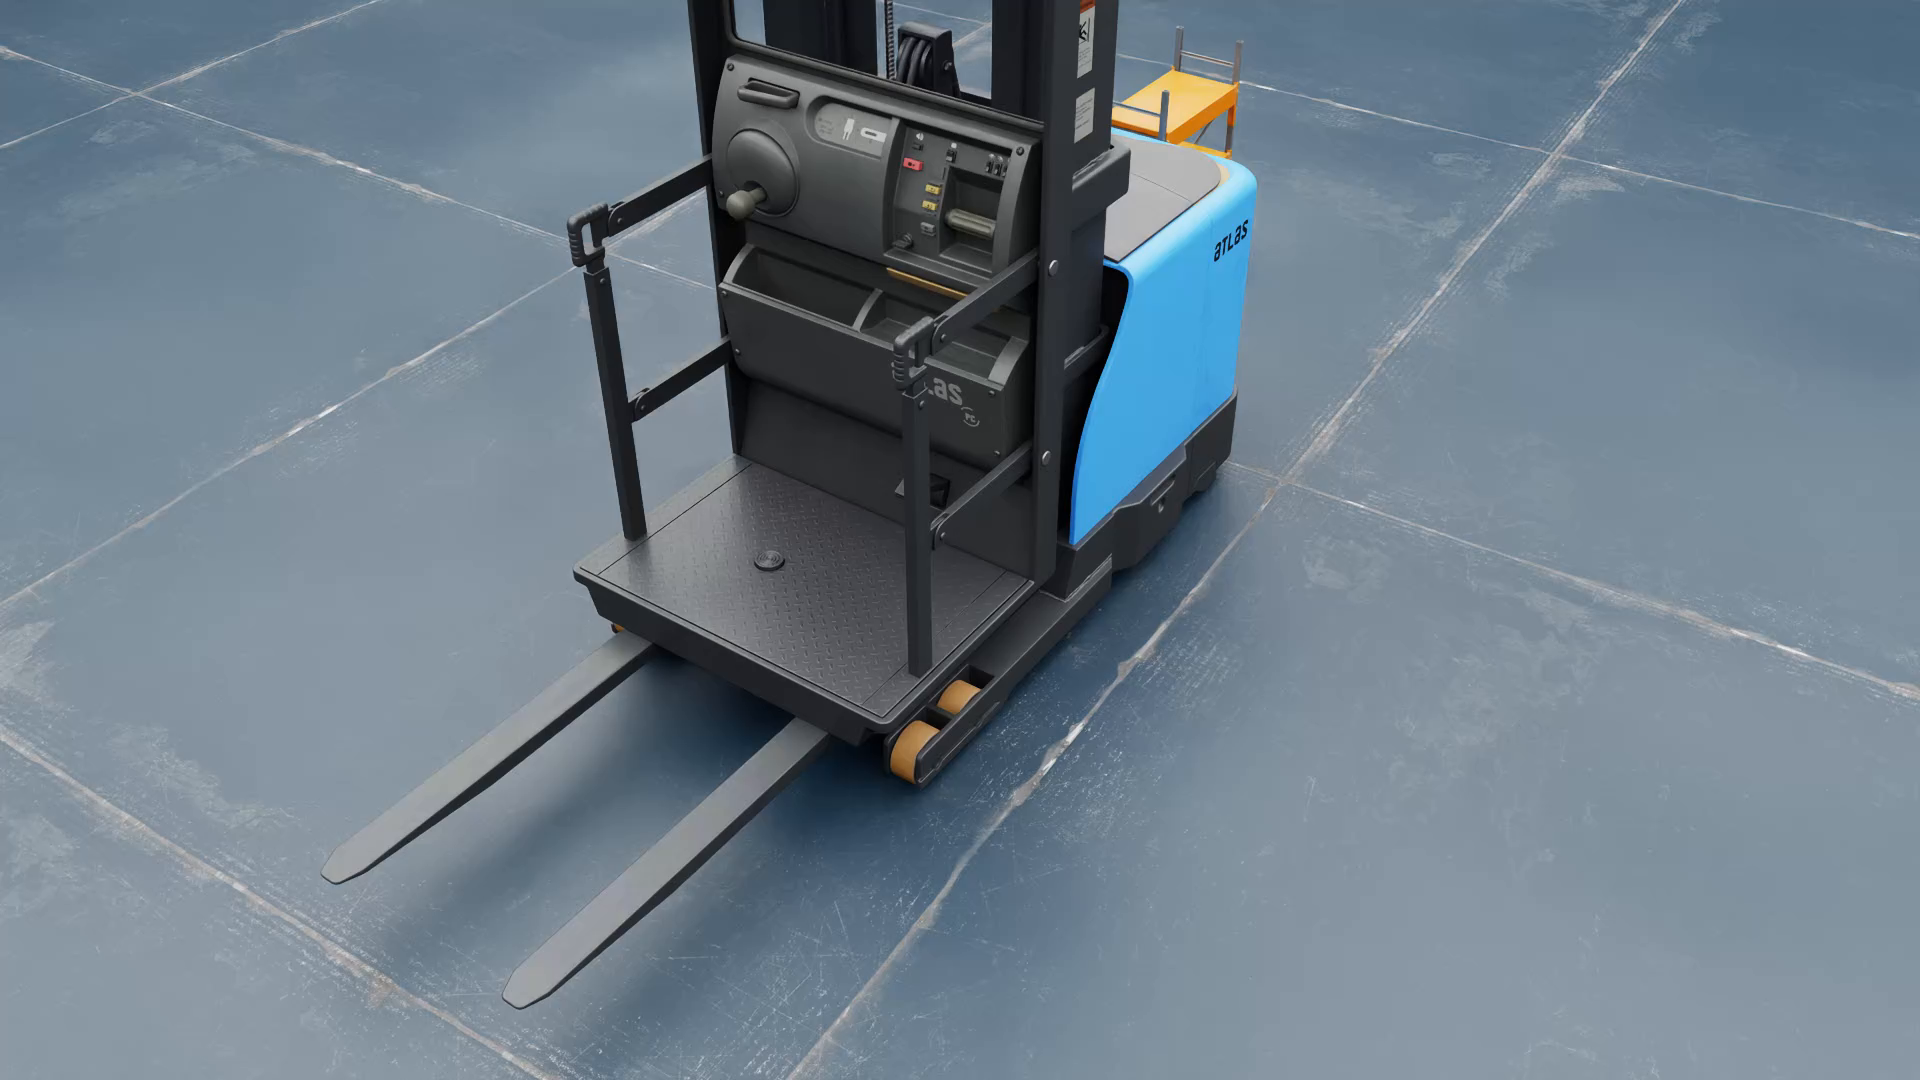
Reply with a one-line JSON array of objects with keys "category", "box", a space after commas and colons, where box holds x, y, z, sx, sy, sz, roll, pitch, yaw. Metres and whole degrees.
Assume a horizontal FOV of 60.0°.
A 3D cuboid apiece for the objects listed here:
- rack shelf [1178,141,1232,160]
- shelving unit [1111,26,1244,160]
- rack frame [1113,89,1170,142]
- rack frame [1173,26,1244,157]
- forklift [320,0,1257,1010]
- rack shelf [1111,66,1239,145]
[{"category": "rack shelf", "box": [0.675, -1.176, 5.536, 0.258, 0.148, 0.480, 23, 43, 27]}, {"category": "shelving unit", "box": [0.675, -1.052, 5.631, 0.258, 1.200, 0.503, 23, 43, 27]}, {"category": "rack frame", "box": [0.536, -0.929, 5.473, 0.240, 1.200, 0.015, 23, 43, 27]}, {"category": "rack frame", "box": [0.815, -1.174, 5.790, 0.240, 1.200, 0.015, 23, 43, 27]}, {"category": "forklift", "box": [-0.356, -0.849, 3.951, 1.130, 2.935, 3.031, 23, 43, 27]}, {"category": "rack shelf", "box": [0.675, -1.363, 5.392, 0.258, 0.148, 0.480, 23, 43, 27]}]
